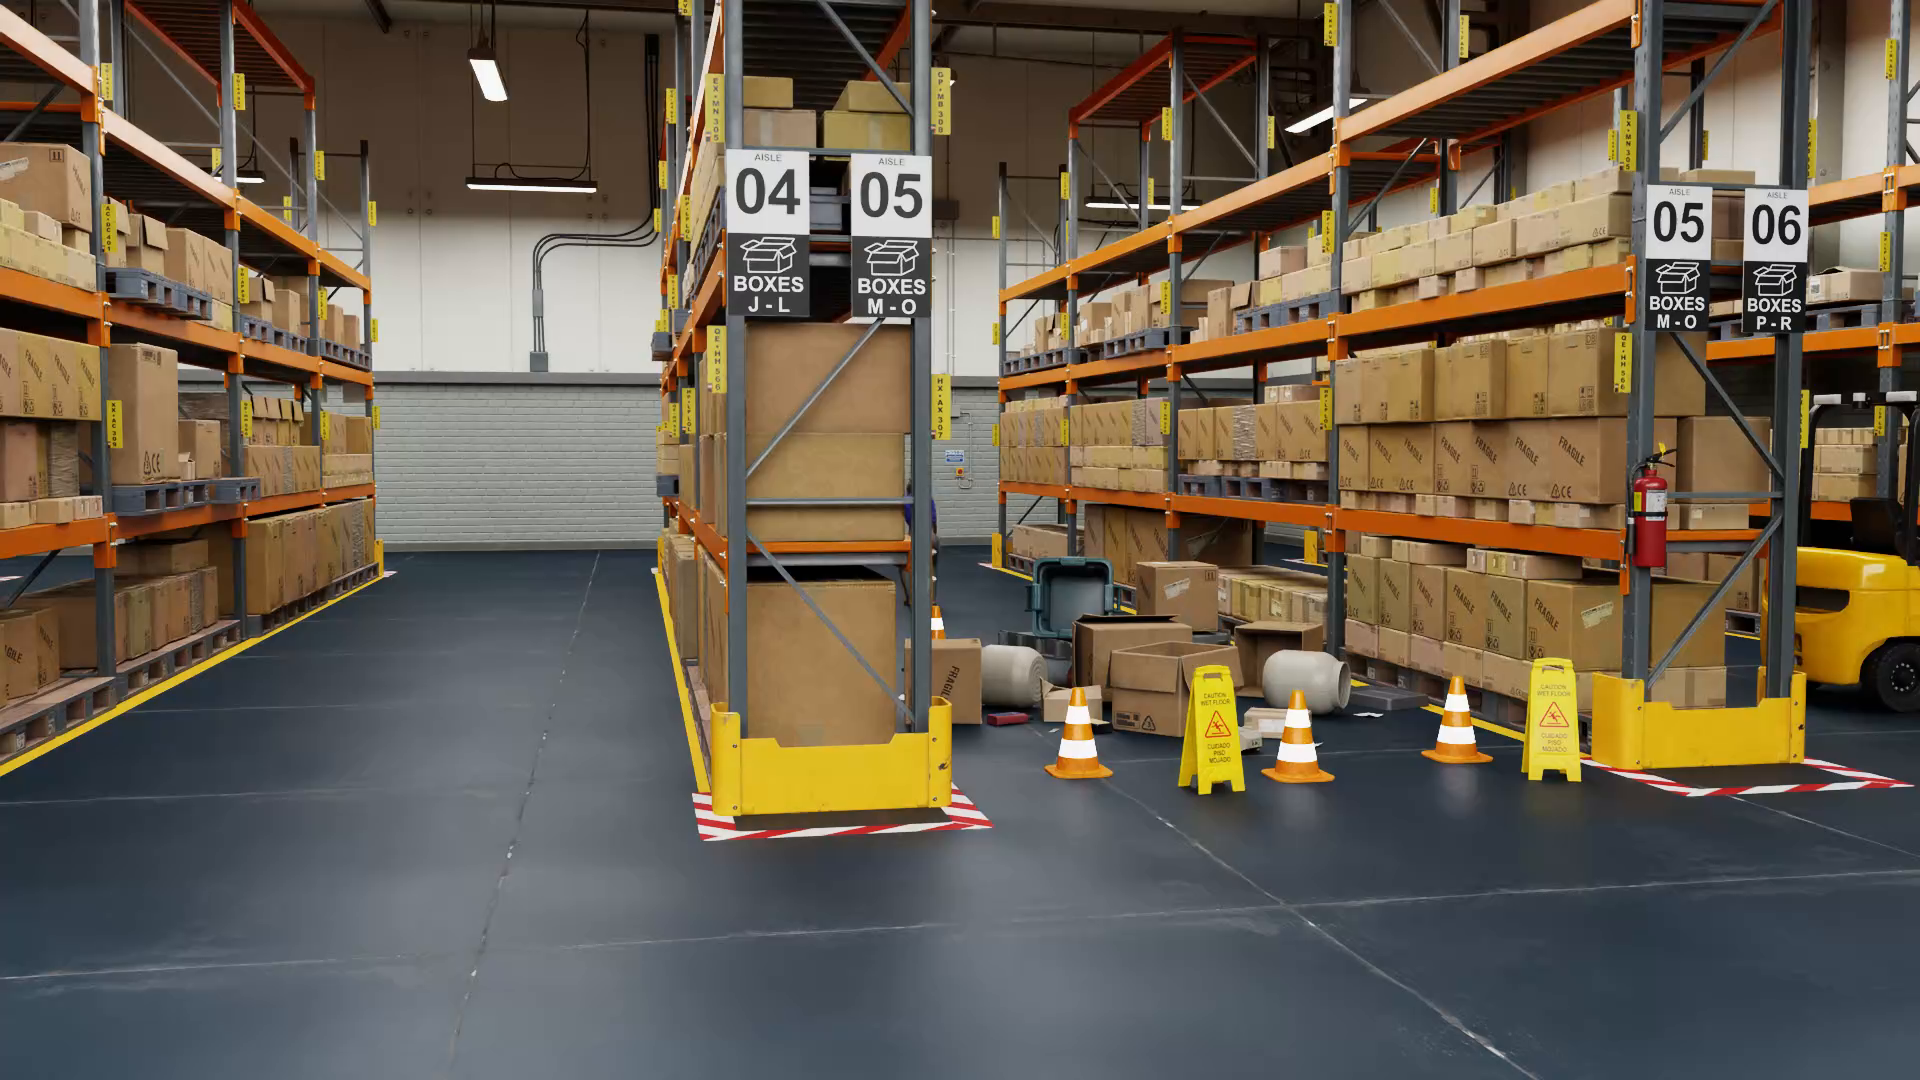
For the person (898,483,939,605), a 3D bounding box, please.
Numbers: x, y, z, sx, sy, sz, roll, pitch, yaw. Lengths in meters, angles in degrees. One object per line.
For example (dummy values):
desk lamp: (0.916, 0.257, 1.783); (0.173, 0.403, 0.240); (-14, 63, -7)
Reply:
person: (-0.492, 0.048, 18.862); (0.495, 1.391, 0.616); (-1, 3, -11)
